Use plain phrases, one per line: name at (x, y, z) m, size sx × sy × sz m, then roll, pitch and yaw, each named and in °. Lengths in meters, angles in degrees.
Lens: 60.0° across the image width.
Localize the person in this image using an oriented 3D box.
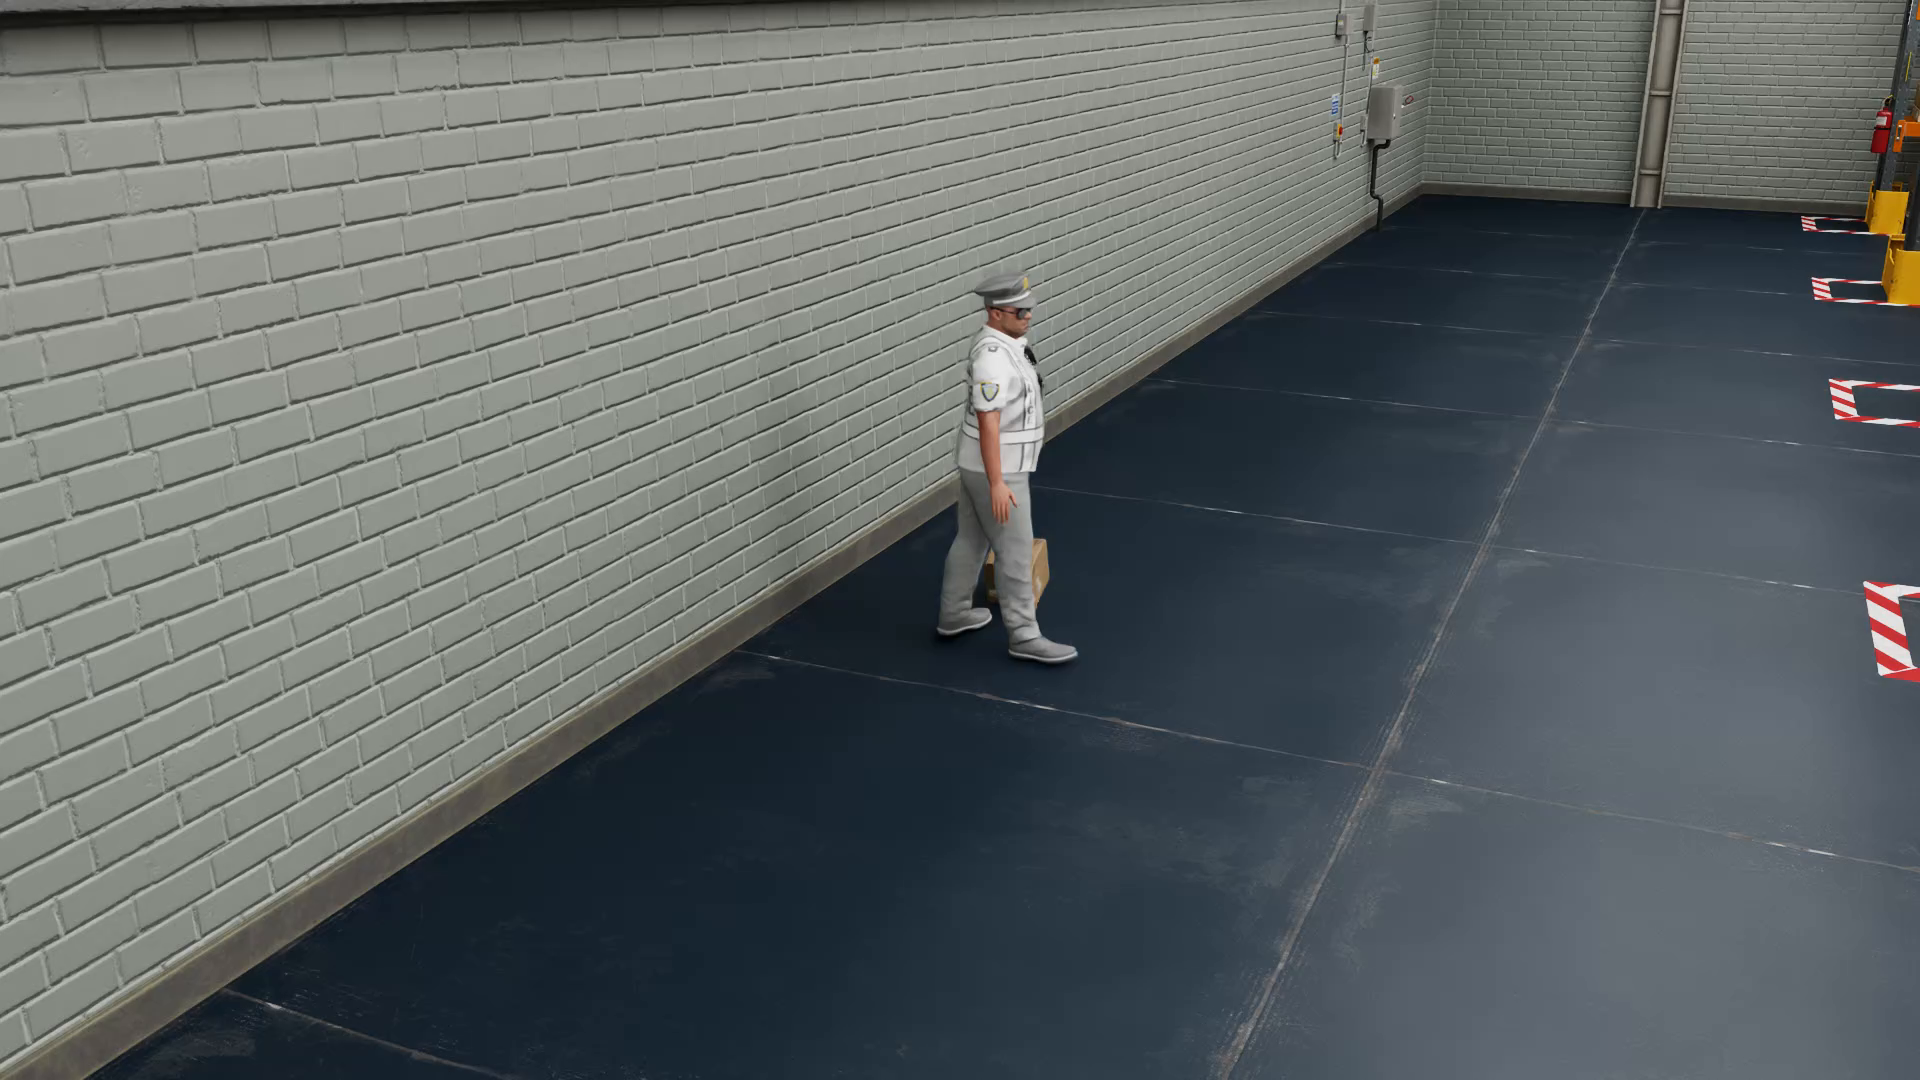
person at (0.215, -0.331, 7.484) m, size 0.641 × 1.745 × 0.658 m, roll 0°, pitch 19°, yaw 0°
